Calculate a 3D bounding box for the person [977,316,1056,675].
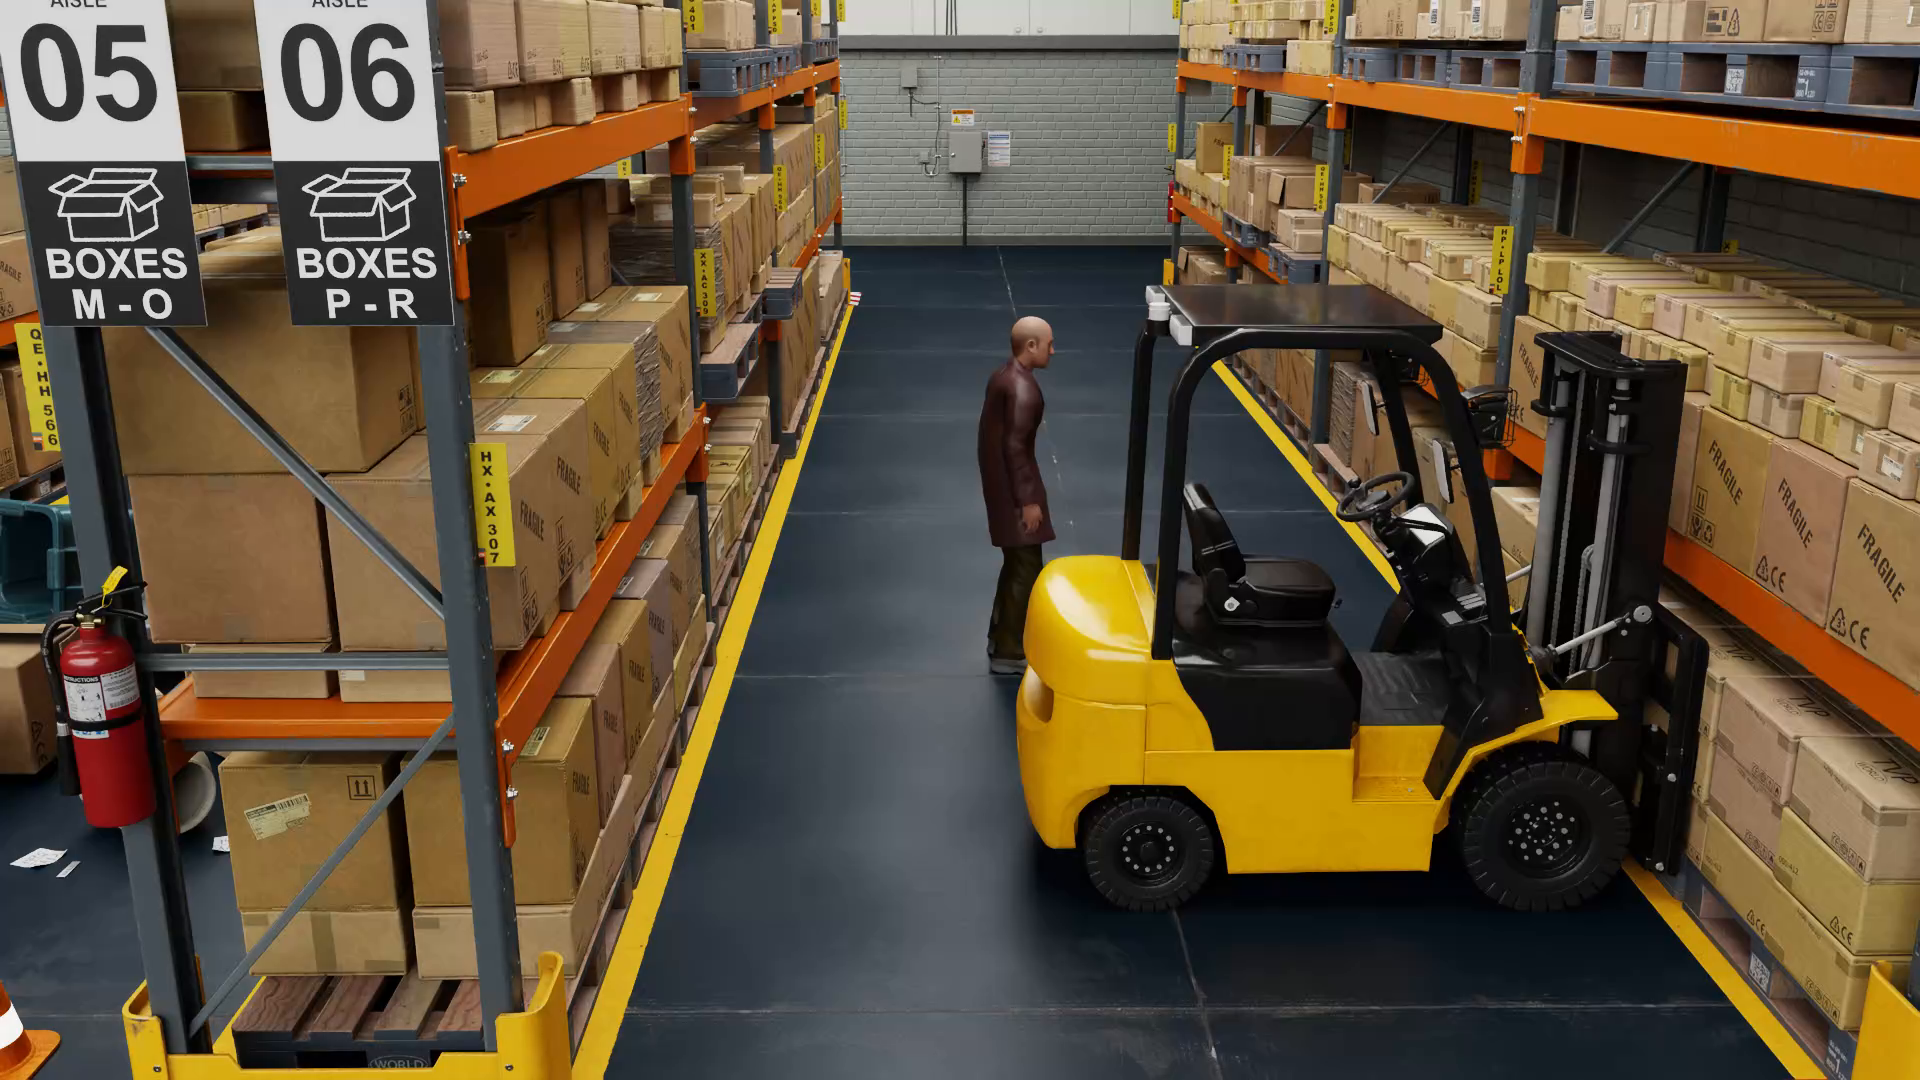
[{"bbox_3d":[0.301,-0.234,8.343,0.429,1.772,0.643,-1,17,-4],"label":"person"}]
